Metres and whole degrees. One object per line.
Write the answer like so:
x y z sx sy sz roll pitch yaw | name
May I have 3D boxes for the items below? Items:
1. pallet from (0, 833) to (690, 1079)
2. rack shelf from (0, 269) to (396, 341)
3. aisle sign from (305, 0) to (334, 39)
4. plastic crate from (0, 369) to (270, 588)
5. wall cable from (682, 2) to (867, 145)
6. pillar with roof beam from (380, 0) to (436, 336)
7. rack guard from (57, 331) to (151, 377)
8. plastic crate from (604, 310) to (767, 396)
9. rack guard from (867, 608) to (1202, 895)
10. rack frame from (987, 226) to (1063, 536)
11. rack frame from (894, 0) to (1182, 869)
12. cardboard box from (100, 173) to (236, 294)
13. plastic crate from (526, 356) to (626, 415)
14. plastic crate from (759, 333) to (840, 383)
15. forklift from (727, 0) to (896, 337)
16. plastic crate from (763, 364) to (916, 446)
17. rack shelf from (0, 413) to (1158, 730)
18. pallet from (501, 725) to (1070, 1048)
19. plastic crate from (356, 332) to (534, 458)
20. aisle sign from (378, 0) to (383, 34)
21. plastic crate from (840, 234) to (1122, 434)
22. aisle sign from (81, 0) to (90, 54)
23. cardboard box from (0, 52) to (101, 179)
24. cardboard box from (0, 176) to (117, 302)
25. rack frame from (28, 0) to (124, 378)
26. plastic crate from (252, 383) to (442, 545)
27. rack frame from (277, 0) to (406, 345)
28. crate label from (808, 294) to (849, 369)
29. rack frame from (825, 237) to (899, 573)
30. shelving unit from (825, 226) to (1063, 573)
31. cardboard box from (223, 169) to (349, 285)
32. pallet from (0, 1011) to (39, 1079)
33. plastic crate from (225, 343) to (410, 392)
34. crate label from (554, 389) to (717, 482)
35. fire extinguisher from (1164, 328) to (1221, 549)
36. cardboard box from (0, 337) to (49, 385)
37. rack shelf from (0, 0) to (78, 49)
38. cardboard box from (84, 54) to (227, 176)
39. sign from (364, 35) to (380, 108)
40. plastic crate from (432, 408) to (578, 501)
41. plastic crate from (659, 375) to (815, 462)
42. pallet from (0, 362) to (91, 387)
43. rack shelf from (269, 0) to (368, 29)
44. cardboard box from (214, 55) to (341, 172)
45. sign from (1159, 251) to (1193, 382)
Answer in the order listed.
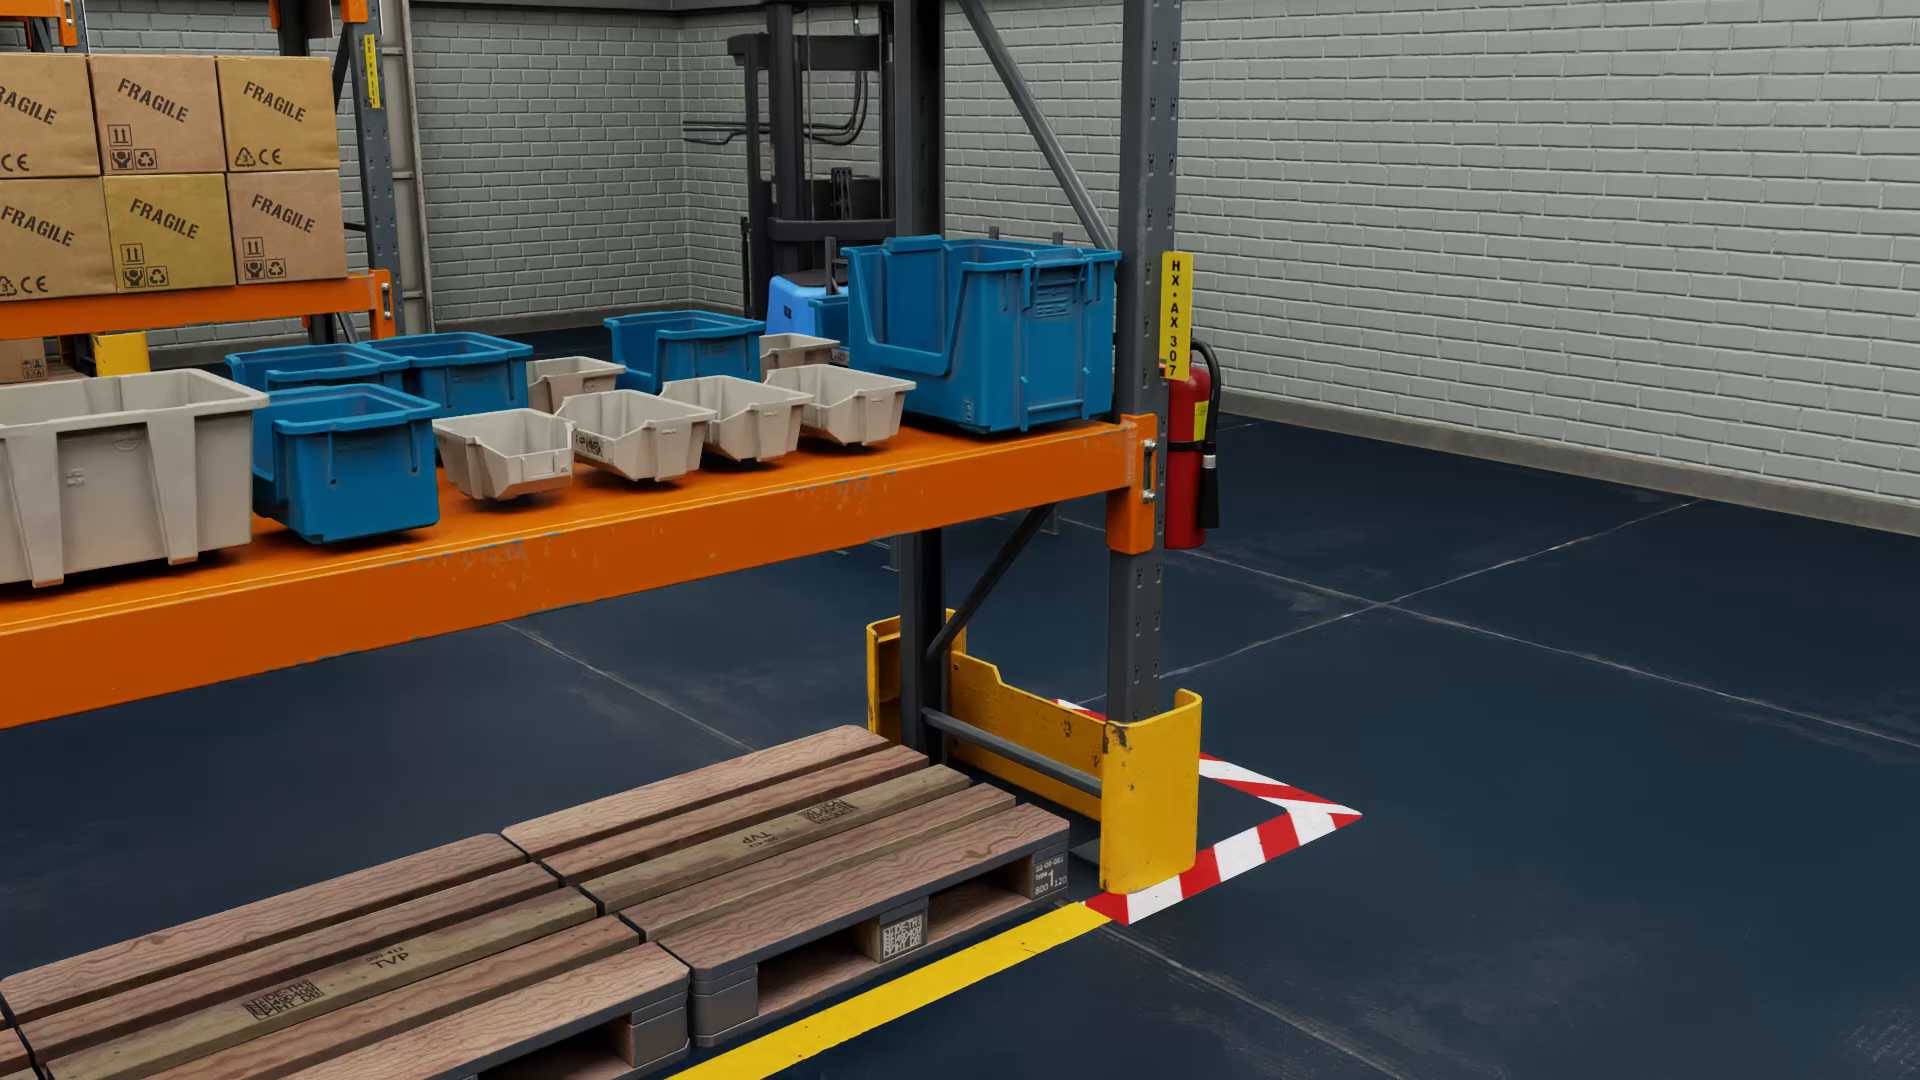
-1.387 1.085 3.779 1.213 0.211 1.003 -13 19 -39 | pallet
-4.577 -0.878 7.120 4.000 0.370 1.077 -13 19 -39 | rack shelf
-3.209 -2.890 8.218 0.004 0.787 0.394 -13 19 -39 | aisle sign
-1.564 -0.117 2.988 0.530 0.282 0.437 -13 19 -39 | plastic crate
-1.821 -4.815 14.857 0.112 2.526 3.097 -13 19 -39 | wall cable
-2.028 -5.215 10.335 0.400 9.000 9.100 -13 19 -39 | pillar with roof beam
-6.305 -1.325 12.242 0.348 0.500 1.175 -13 19 -39 | rack guard
-0.718 -0.459 4.363 0.300 0.233 0.416 -13 19 -39 | plastic crate
0.190 0.601 5.030 0.348 0.500 1.175 -13 19 -39 | rack guard
0.319 -0.796 8.325 0.032 1.500 0.500 -13 19 -39 | rack frame
0.181 -0.600 4.683 0.127 3.000 1.000 -13 19 -39 | rack frame
-3.616 -1.396 7.469 0.500 0.500 0.500 -12 19 -39 | cardboard box
-1.030 -0.371 4.220 0.298 0.136 0.250 -13 19 -39 | plastic crate
-0.518 -0.485 4.650 0.298 0.136 0.250 -13 19 -39 | plastic crate
-0.870 -2.199 10.802 1.130 2.935 3.031 -4 16 -16 | forklift
-0.316 -0.328 4.060 0.243 0.136 0.396 -13 19 -39 | plastic crate
-1.328 0.087 3.508 4.000 0.370 1.077 -13 19 -39 | rack shelf
-0.467 0.880 4.548 1.213 0.211 1.003 -13 19 -39 | pallet
-1.215 -0.347 3.945 0.300 0.233 0.416 -13 19 -39 | plastic crate
-2.816 -2.773 7.780 0.004 0.787 0.394 -13 19 -39 | aisle sign
0.051 -0.553 4.322 0.499 0.435 0.616 -13 19 -39 | plastic crate
-6.071 -3.738 11.395 0.004 0.787 0.394 -13 19 -39 | aisle sign
-3.992 -1.793 7.018 0.500 0.500 0.500 -12 19 -38 | cardboard box
-3.996 -1.312 7.156 0.500 0.500 0.500 -12 19 -39 | cardboard box
-6.323 -2.529 11.904 0.127 3.000 1.000 -13 19 -39 | rack frame
-1.200 -0.150 3.208 0.300 0.233 0.416 -13 19 -39 | plastic crate
-3.068 -1.565 8.296 0.127 3.000 1.000 -13 19 -39 | rack frame
-0.222 -0.570 4.780 0.303 0.233 0.416 -13 19 -39 | crate label
-0.448 -0.624 7.680 0.032 1.500 0.500 -13 19 -39 | rack frame
-0.064 -0.710 8.002 1.048 1.500 0.538 -13 19 -39 | shelving unit
-3.227 -1.484 7.800 0.500 0.500 0.500 -12 19 -38 | cardboard box
-2.308 1.293 3.001 1.213 0.211 1.003 -13 19 -39 | pallet
-1.441 -0.296 3.755 0.300 0.233 0.416 -13 19 -39 | plastic crate
-0.738 -0.230 3.693 0.243 0.136 0.396 -13 19 -39 | crate label
0.593 -0.319 4.506 0.183 0.674 0.296 -13 19 -39 | fire extinguisher
-6.785 -1.386 11.655 0.500 0.500 0.700 -13 19 -39 | cardboard box
-7.831 -3.291 10.341 4.000 0.370 1.077 -13 19 -39 | rack shelf
-3.604 -1.881 7.350 0.500 0.500 0.500 -12 19 -38 | cardboard box
-2.719 -2.165 7.688 0.005 0.325 0.100 -13 19 -39 | sign
-0.949 -0.176 3.491 0.250 0.136 0.298 -13 19 -39 | plastic crate
-0.544 -0.282 3.887 0.243 0.136 0.396 -13 19 -39 | plastic crate
-6.875 -1.031 11.699 1.213 0.211 1.003 -13 19 -39 | pallet
-4.577 -2.328 6.733 4.000 0.370 1.077 -13 19 -39 | rack shelf
-3.223 -1.967 7.671 0.500 0.500 0.500 -13 20 -40 | cardboard box
0.554 -0.574 4.272 0.005 0.325 0.100 -13 19 -39 | sign
